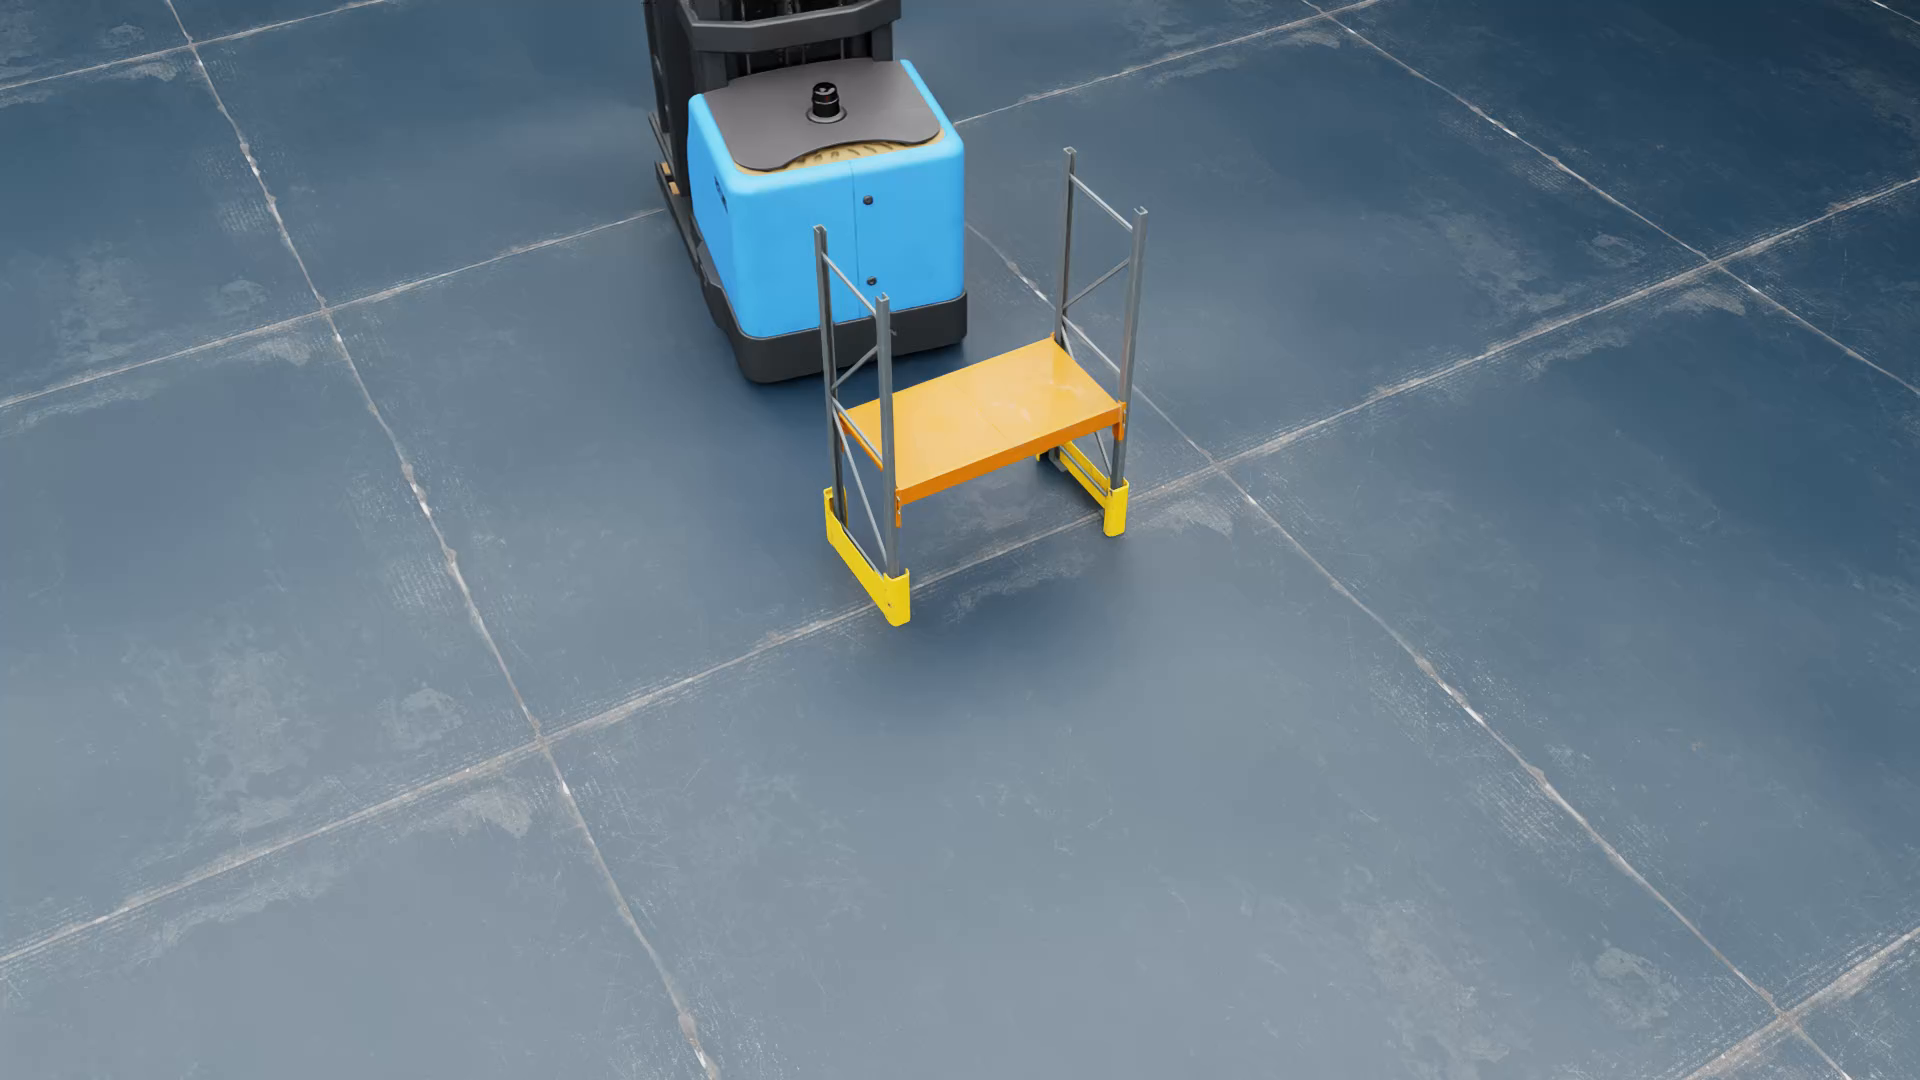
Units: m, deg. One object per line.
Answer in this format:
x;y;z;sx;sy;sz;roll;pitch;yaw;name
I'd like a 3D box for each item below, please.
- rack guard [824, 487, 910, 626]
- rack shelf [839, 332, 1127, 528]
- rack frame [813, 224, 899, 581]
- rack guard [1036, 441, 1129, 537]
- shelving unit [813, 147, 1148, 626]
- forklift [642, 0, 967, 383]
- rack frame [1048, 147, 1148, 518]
-0.366;0.057;6.512;0.087;0.250;0.587;-22;48;-21;rack guard
0.074;-0.439;6.383;1.000;0.185;0.538;-22;48;-21;rack shelf
-0.367;-0.391;6.076;0.032;1.500;0.500;-22;48;-21;rack frame
0.498;-0.289;6.868;0.087;0.250;0.587;-22;48;-21;rack guard
0.066;-0.565;6.255;1.083;1.500;0.587;-22;48;-21;shelving unit
-0.928;-2.791;7.521;1.130;2.935;3.031;-14;46;-14;forklift
0.515;-0.744;6.440;0.032;1.500;0.500;-22;48;-21;rack frame
